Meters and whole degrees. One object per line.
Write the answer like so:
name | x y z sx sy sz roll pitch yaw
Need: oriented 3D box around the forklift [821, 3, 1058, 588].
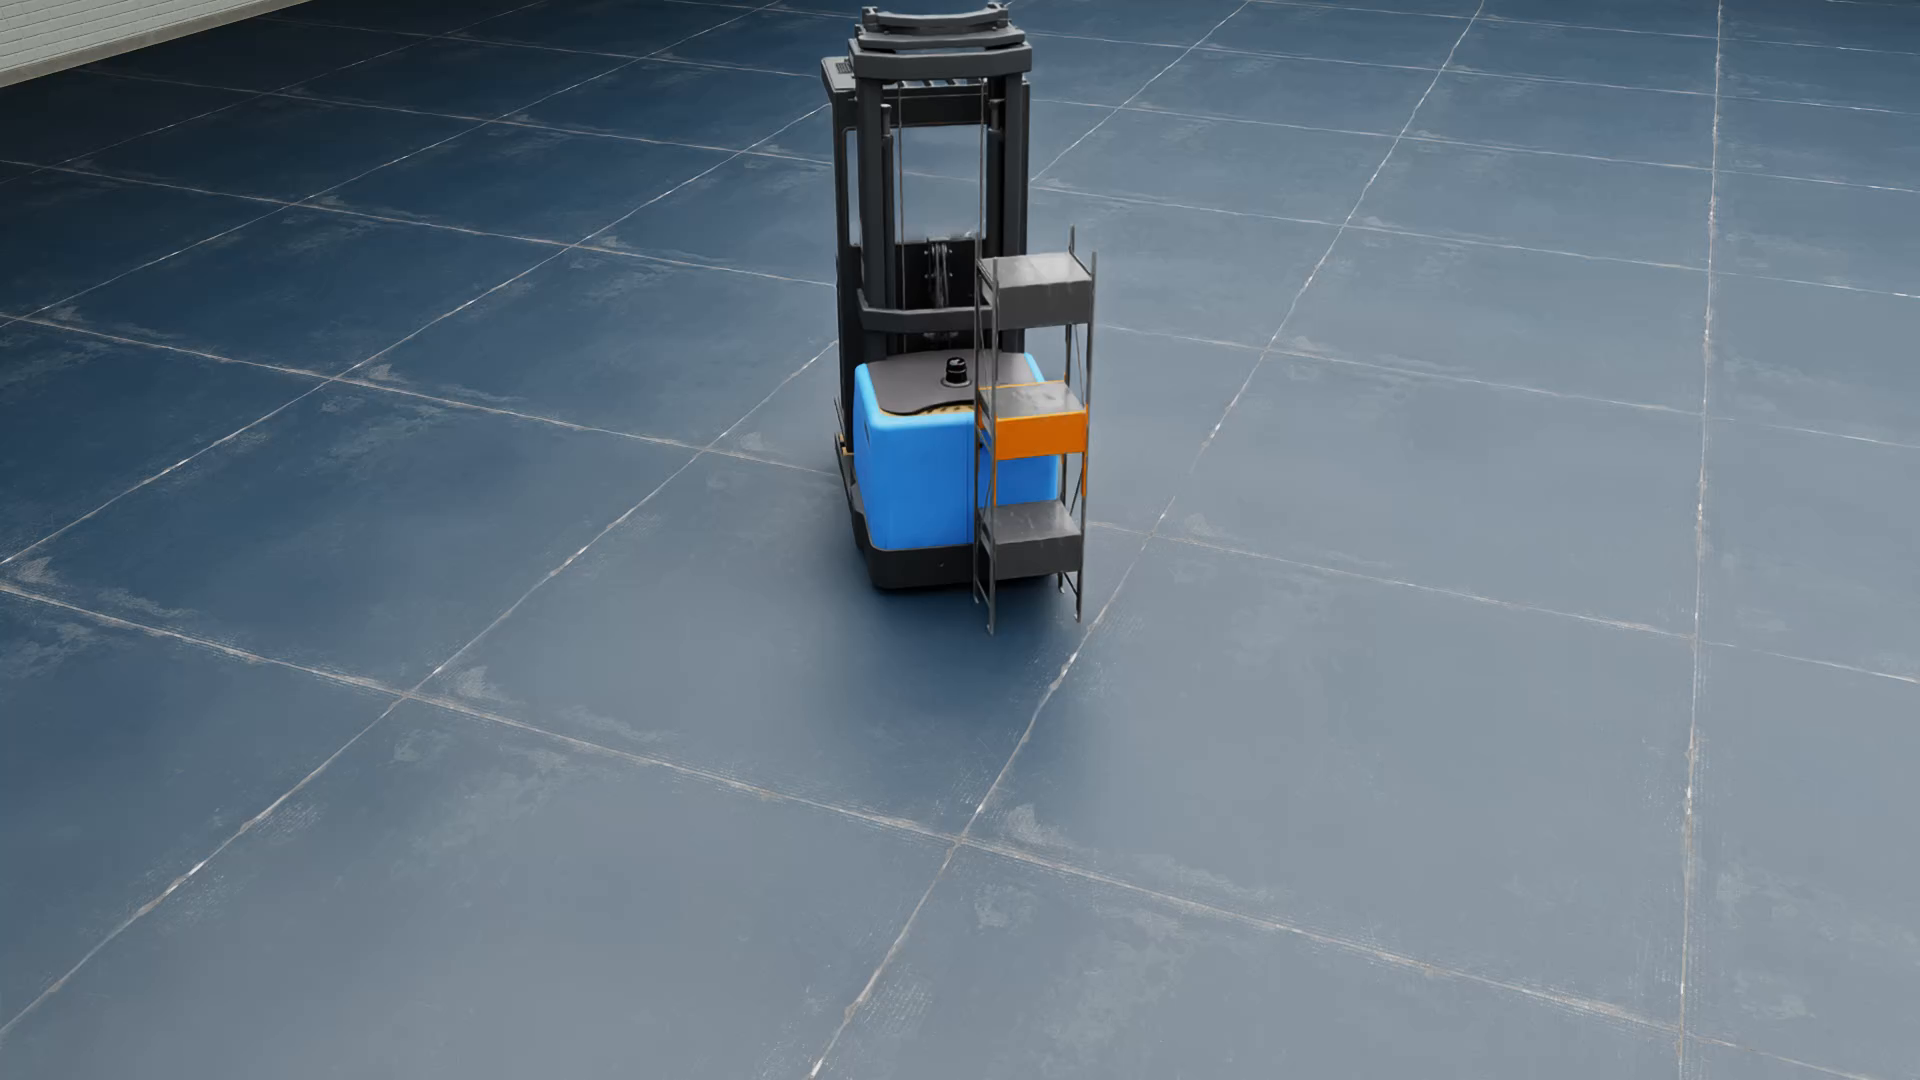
forklift | -0.198 -1.715 9.806 1.130 2.935 3.031 -5 30 -8

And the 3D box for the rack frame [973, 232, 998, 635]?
rack frame | 0.125 -0.503 8.505 0.015 2.100 0.400 -7 30 -11

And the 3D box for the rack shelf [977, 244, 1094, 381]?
rack shelf | 0.363 -1.127 8.216 0.480 0.518 0.431 -7 30 -11

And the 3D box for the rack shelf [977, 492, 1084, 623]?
rack shelf | 0.363 0.091 8.905 0.480 0.518 0.431 -7 30 -11

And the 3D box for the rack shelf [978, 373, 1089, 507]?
rack shelf | 0.363 -0.518 8.560 0.480 0.518 0.431 -7 30 -11

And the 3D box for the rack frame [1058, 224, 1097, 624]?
rack frame | 0.601 -0.557 8.602 0.015 2.100 0.400 -7 30 -11

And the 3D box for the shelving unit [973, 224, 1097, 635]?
shelving unit | 0.363 -0.530 8.554 0.503 2.100 0.431 -7 30 -11
